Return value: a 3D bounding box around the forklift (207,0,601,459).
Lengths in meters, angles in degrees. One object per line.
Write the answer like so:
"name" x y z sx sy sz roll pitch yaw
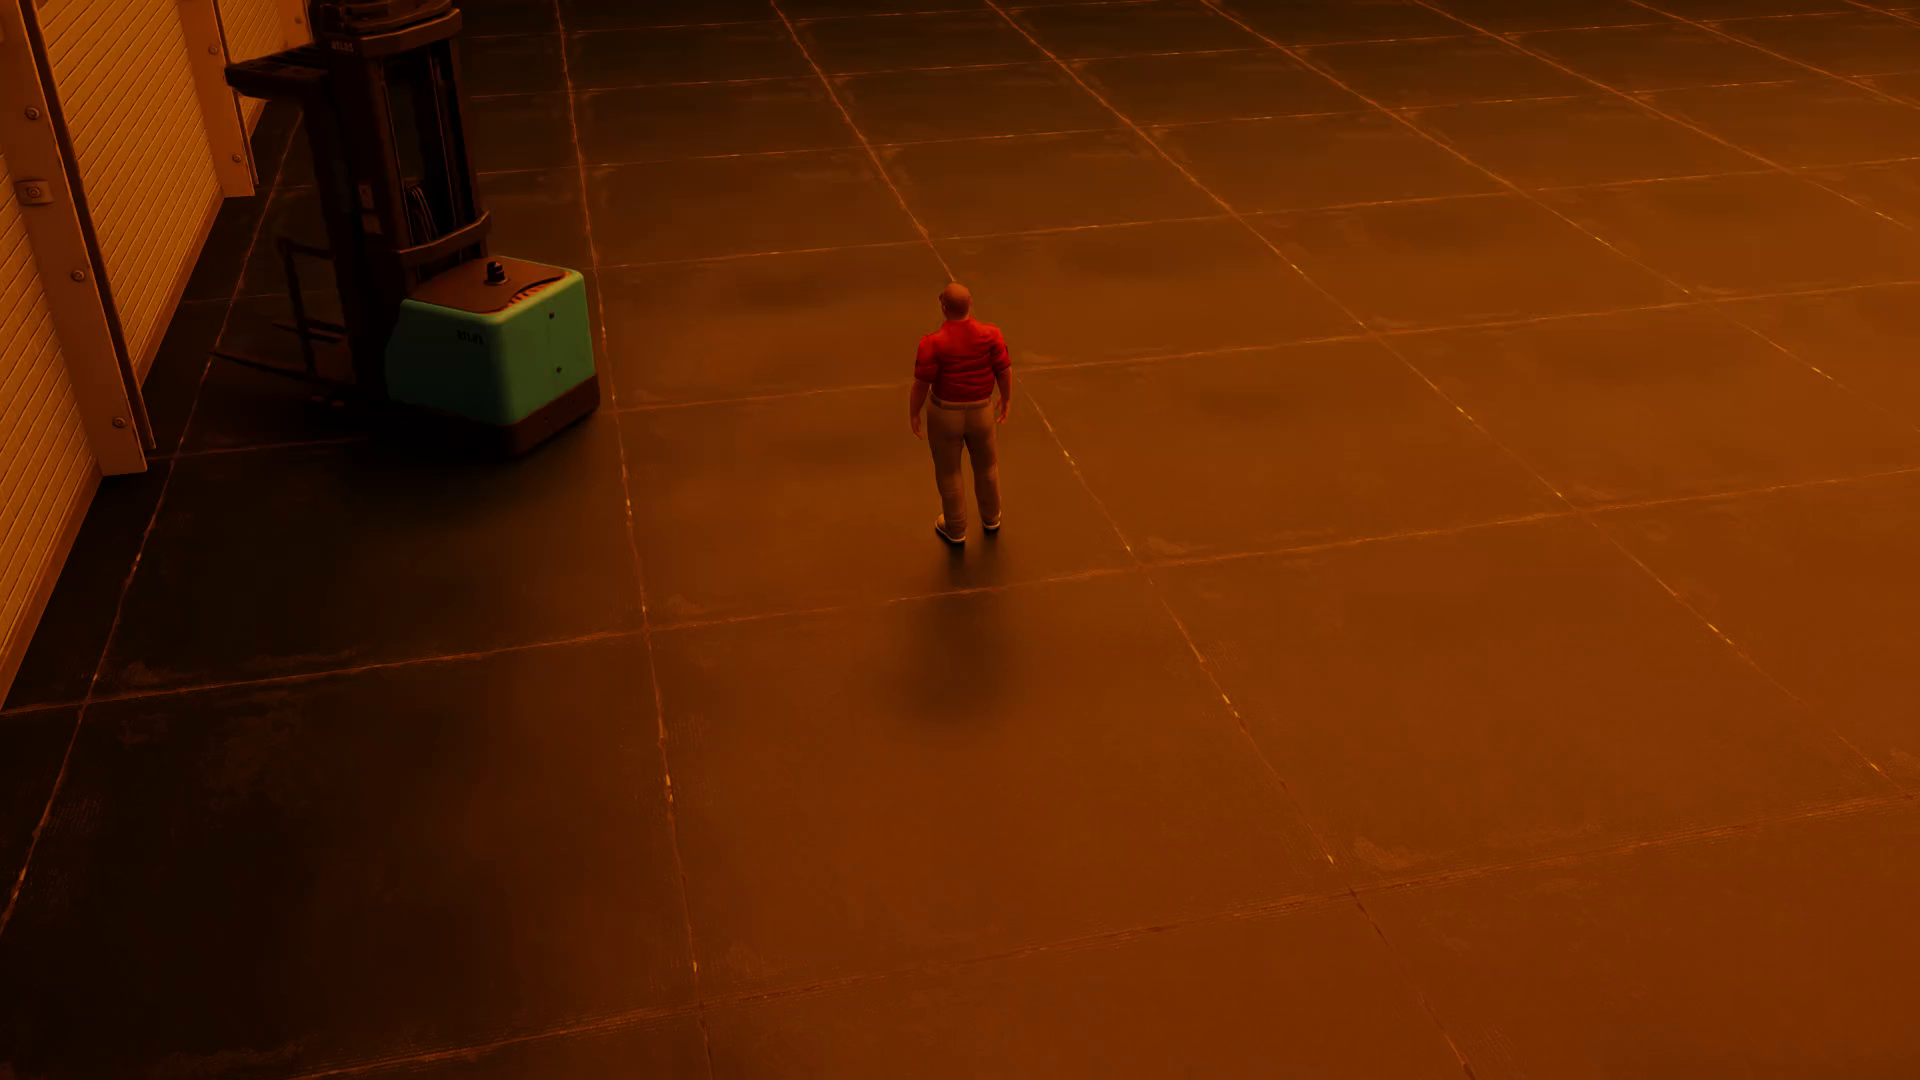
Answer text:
"forklift" -4.166 -2.323 11.588 3.031 2.935 1.130 14 33 22

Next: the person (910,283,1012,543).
"person" -0.010 -0.799 10.142 0.642 1.724 0.550 -7 31 -12
